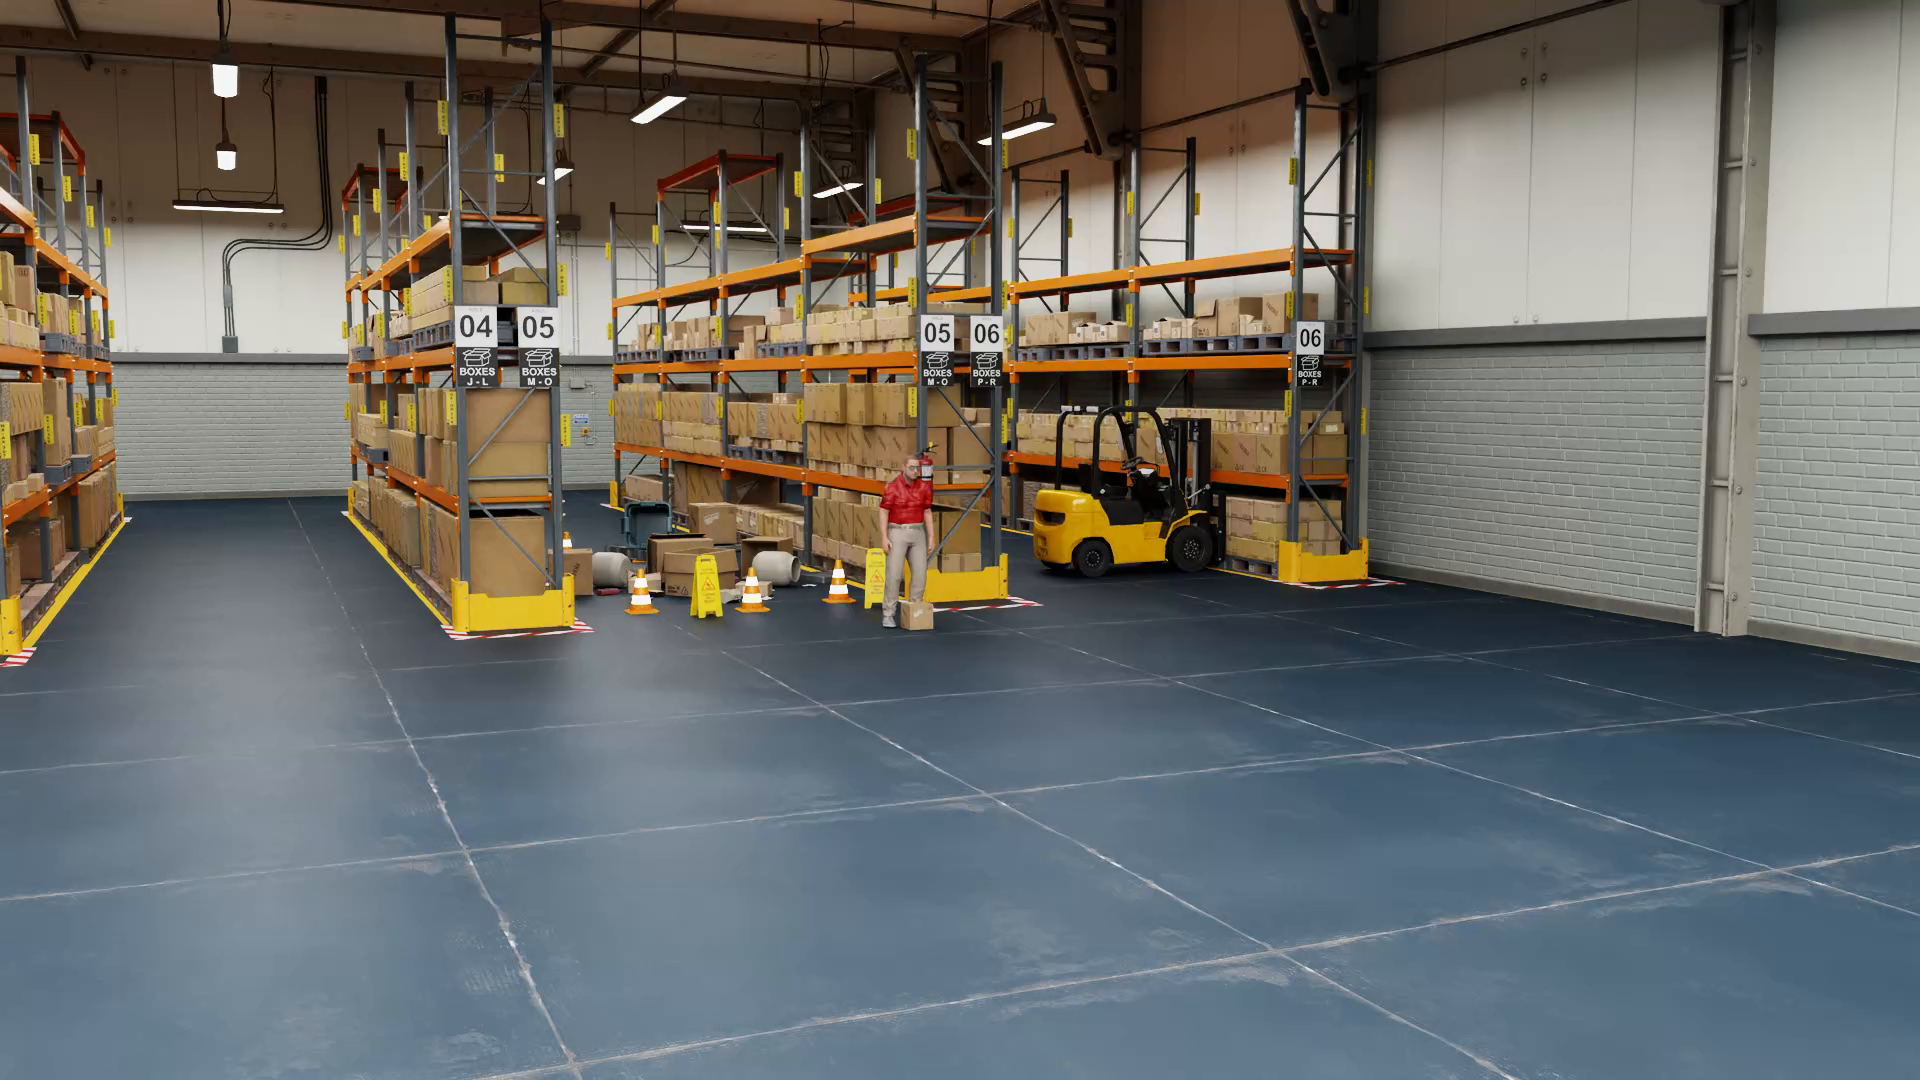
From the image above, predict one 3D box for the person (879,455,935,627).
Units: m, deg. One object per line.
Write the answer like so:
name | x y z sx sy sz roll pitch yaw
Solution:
person | -0.536 0.000 16.830 0.599 1.727 0.383 -3 6 -26
